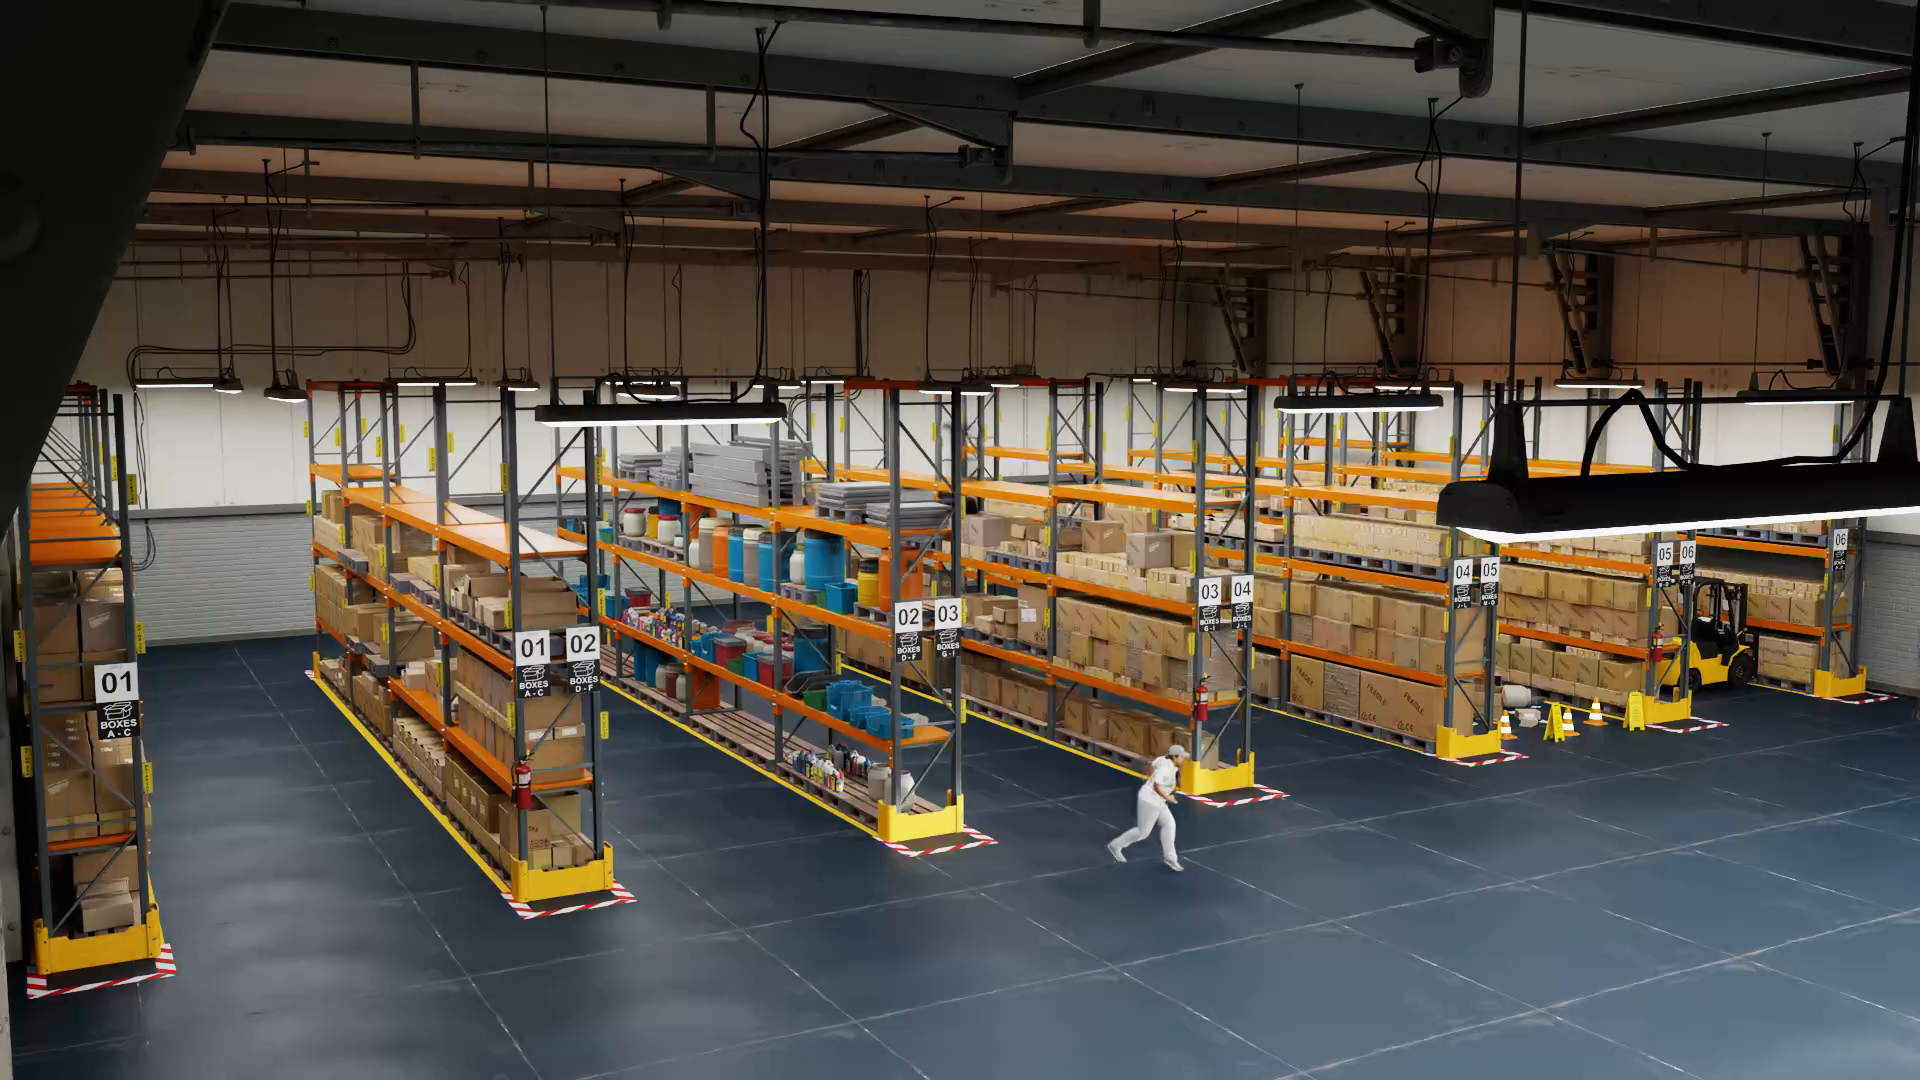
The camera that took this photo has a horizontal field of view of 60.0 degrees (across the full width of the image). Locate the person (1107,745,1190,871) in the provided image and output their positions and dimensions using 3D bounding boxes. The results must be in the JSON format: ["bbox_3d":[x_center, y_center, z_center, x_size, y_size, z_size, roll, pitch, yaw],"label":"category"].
[{"bbox_3d":[2.365,3.353,20.864,1.030,1.627,0.642,1,6,6],"label":"person"}]

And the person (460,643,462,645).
[{"bbox_3d":[-9.697,2.028,32.864,0.576,1.626,0.571,-5,8,-37],"label":"person"}]
